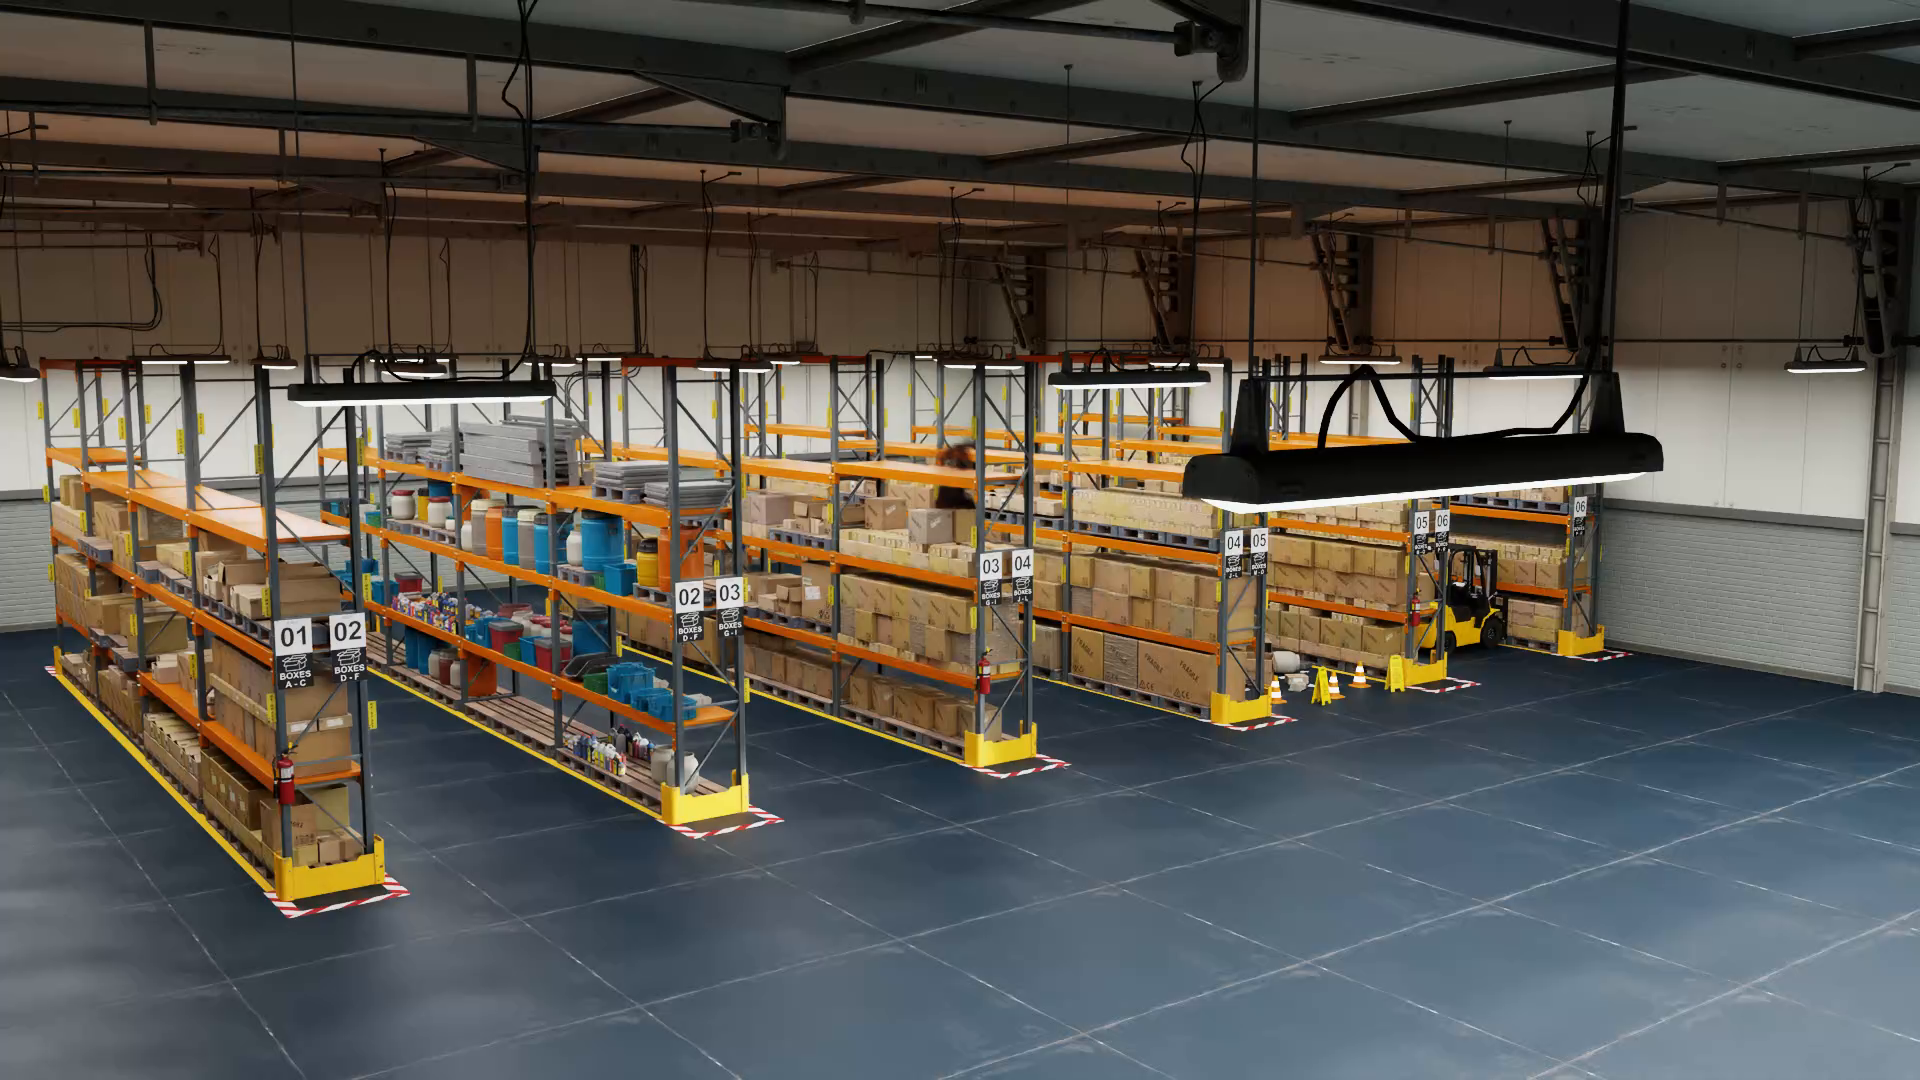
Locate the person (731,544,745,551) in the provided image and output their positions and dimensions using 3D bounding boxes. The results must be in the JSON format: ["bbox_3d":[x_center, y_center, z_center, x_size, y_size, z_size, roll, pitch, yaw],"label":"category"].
[{"bbox_3d":[-5.509,0.543,41.567,0.580,1.607,0.701,4,8,32],"label":"person"}]
